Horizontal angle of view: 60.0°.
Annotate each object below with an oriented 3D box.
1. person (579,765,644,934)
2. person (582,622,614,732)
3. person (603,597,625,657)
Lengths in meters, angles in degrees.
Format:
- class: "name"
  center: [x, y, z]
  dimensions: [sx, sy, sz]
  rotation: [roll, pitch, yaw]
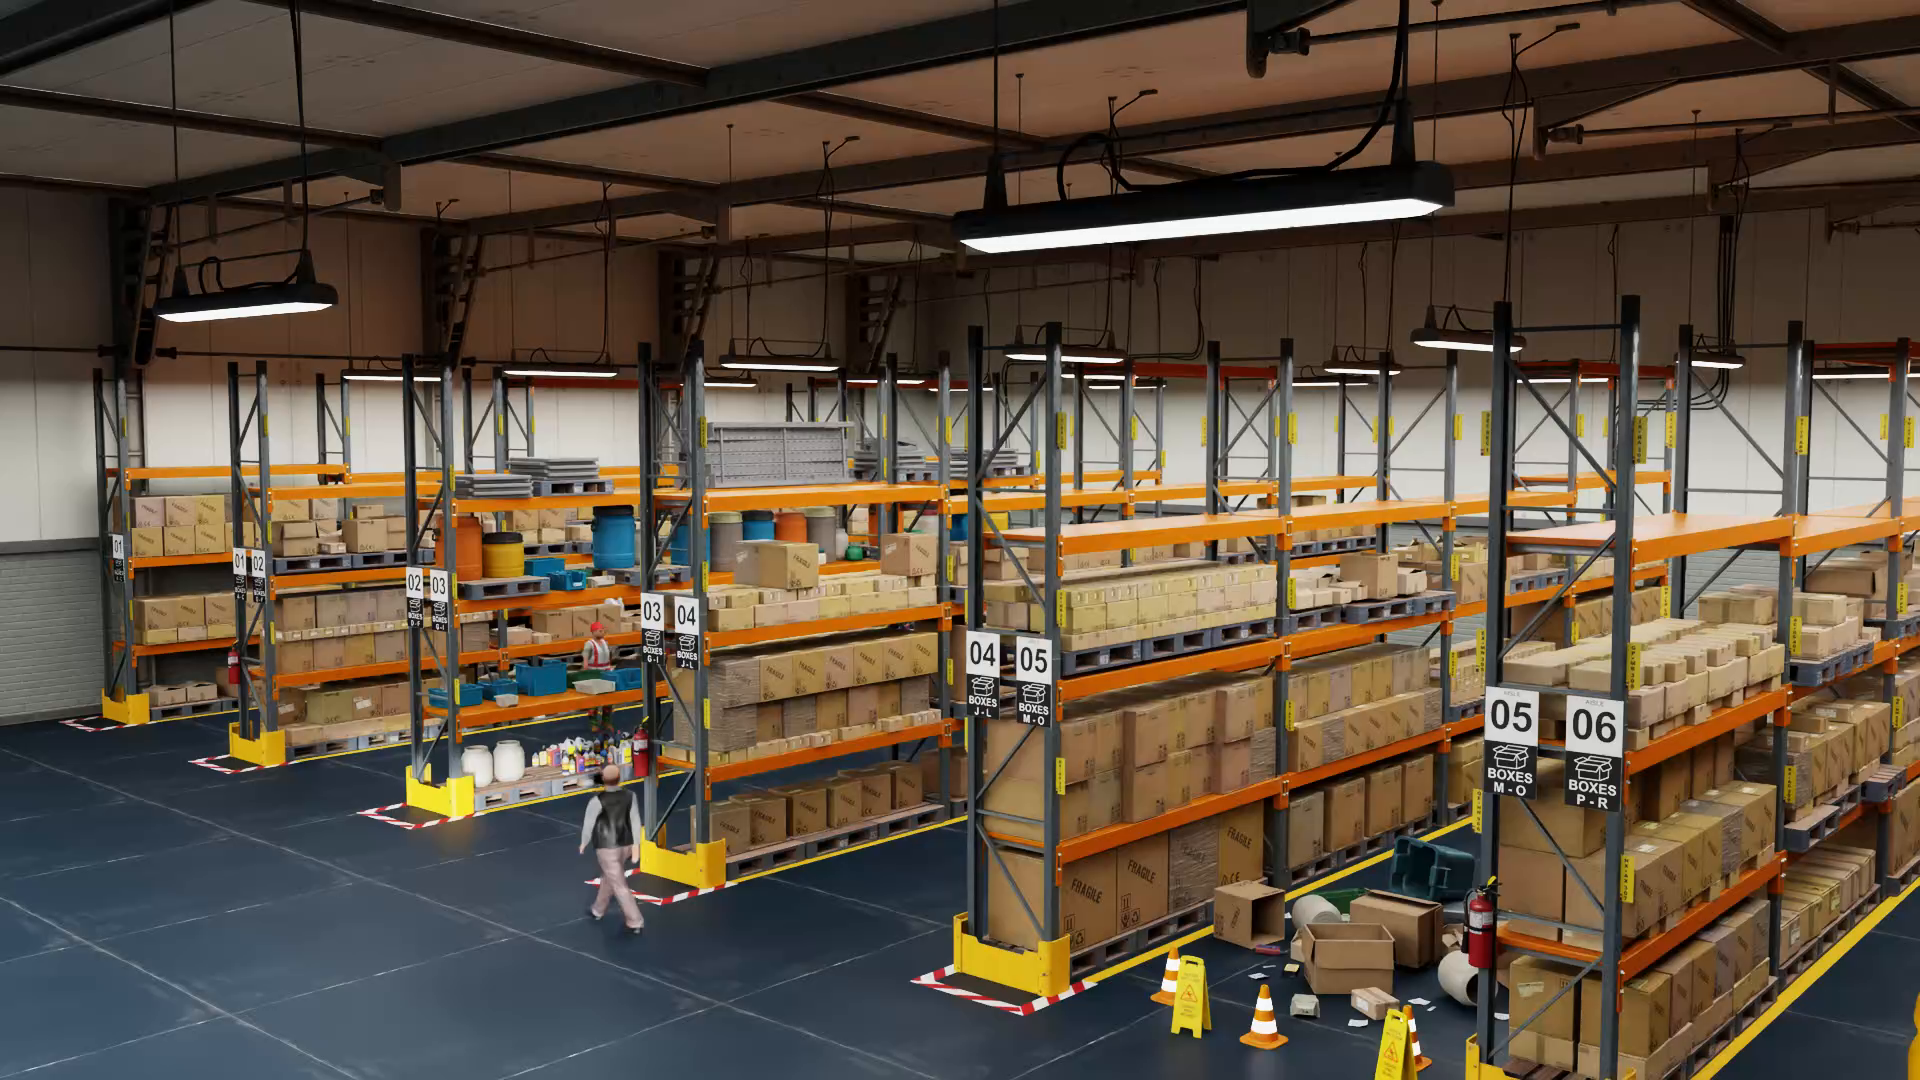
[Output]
- class: "person"
  center: [-3.555, 3.076, 16.700]
  dimensions: [0.979, 1.672, 0.519]
  rotation: [2, 5, 29]
- class: "person"
  center: [-5.971, 2.279, 27.492]
  dimensions: [0.389, 1.857, 0.619]
  rotation: [4, 6, 43]
- class: "person"
  center: [-7.096, 1.760, 33.999]
  dimensions: [0.548, 1.779, 0.551]
  rotation: [0, 4, -6]
